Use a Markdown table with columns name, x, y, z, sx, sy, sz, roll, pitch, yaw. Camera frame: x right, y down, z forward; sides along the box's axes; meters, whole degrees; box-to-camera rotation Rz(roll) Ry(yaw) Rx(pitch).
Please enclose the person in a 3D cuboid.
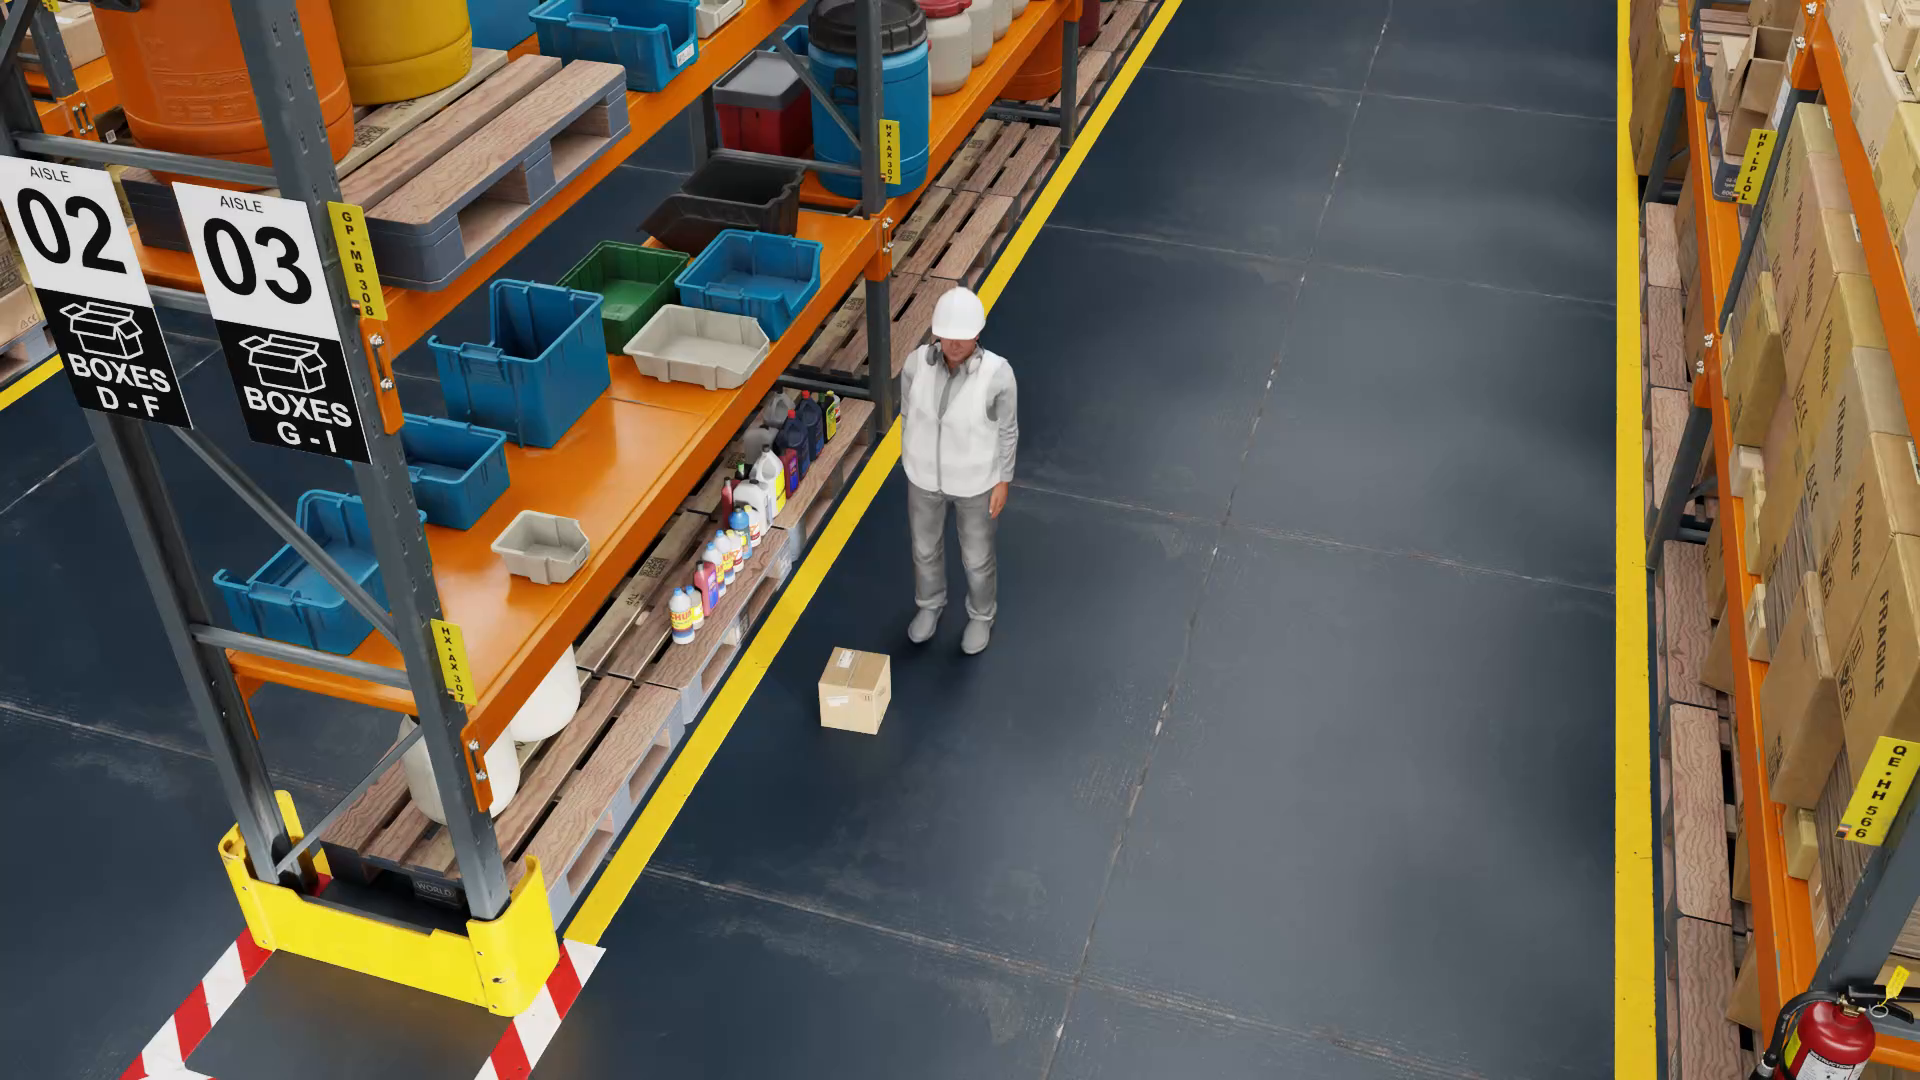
| name | x | y | z | sx | sy | sz | roll | pitch | yaw |
| --- | --- | --- | --- | --- | --- | --- | --- | --- | --- |
| person | -0.014 | -0.285 | 7.255 | 0.531 | 1.768 | 0.359 | 11 | 38 | 15 |
